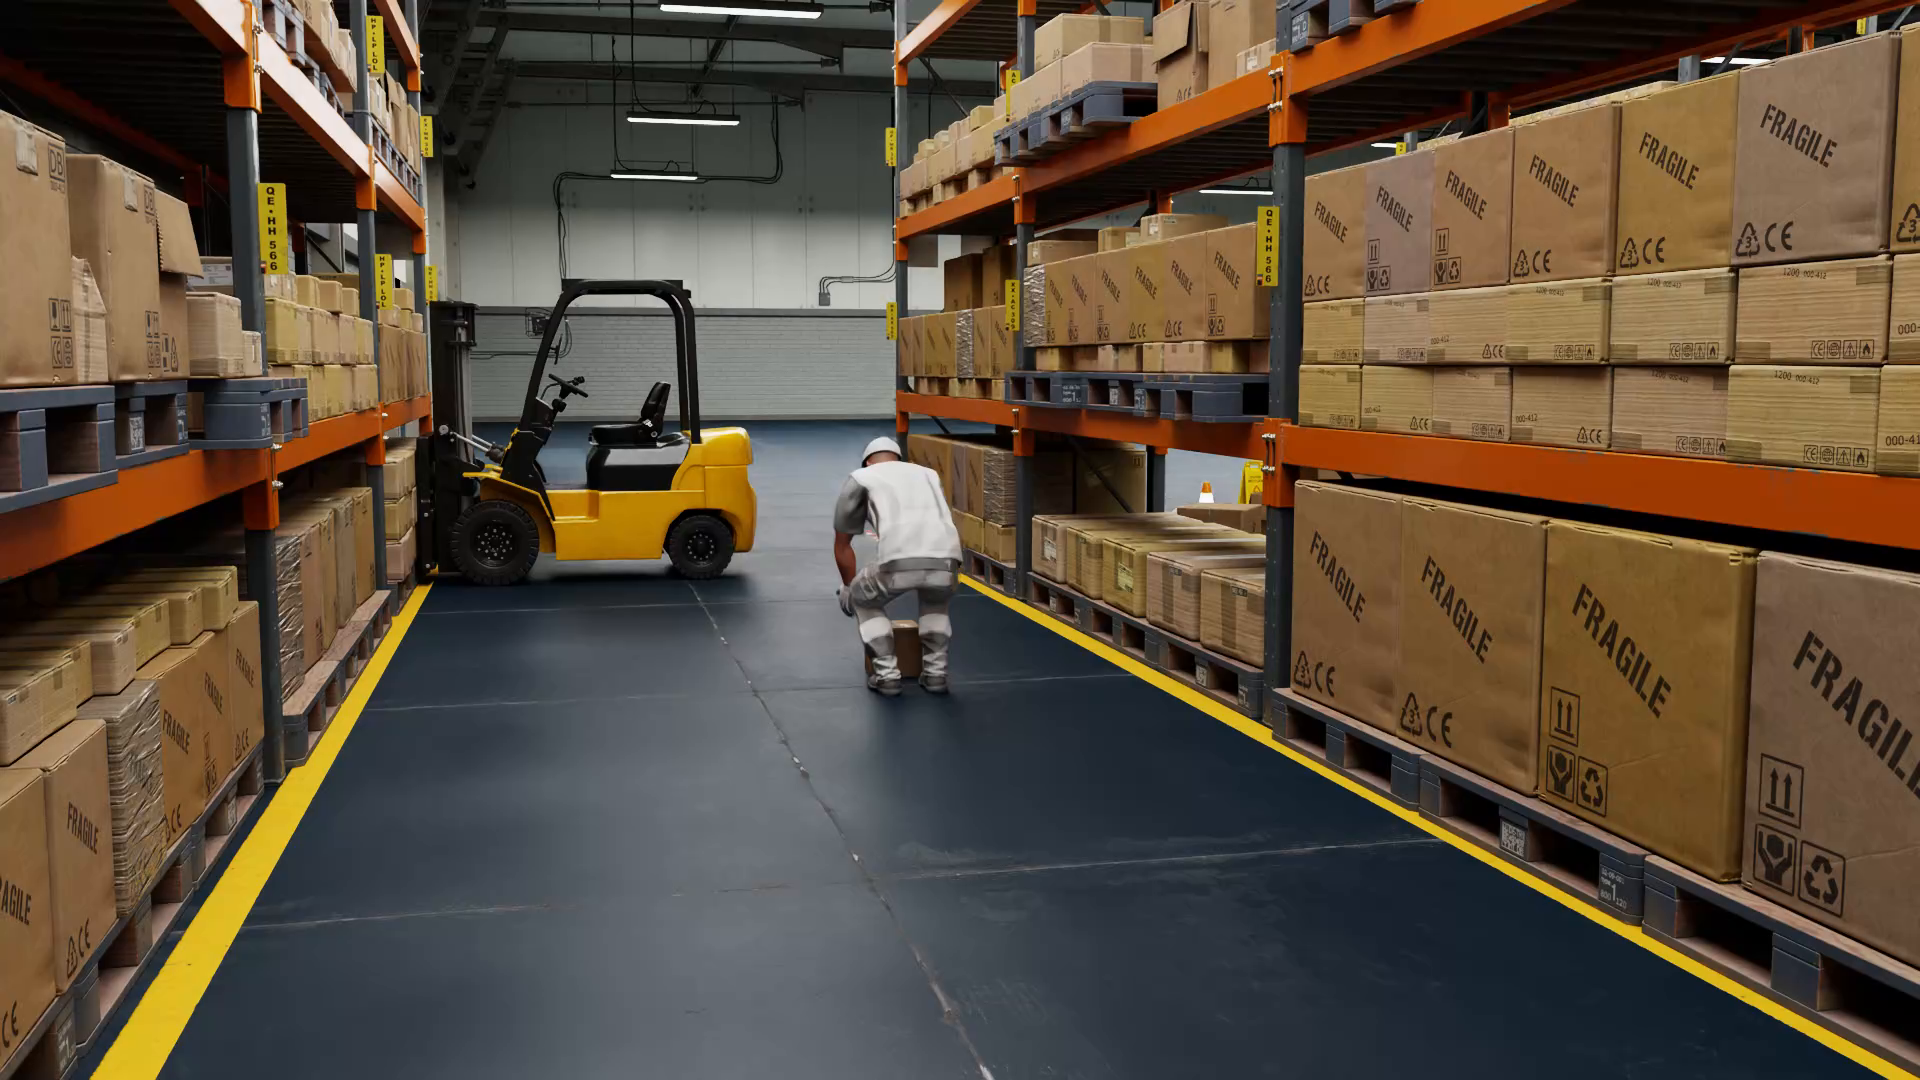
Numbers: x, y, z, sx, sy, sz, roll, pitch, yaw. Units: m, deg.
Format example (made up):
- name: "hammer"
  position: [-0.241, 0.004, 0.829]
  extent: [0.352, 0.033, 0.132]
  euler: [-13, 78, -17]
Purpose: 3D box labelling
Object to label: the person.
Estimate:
- name: "person"
  position: [-0.301, 0.116, 7.984]
  extent: [0.581, 1.201, 0.845]
  euler: [-1, 6, -14]
